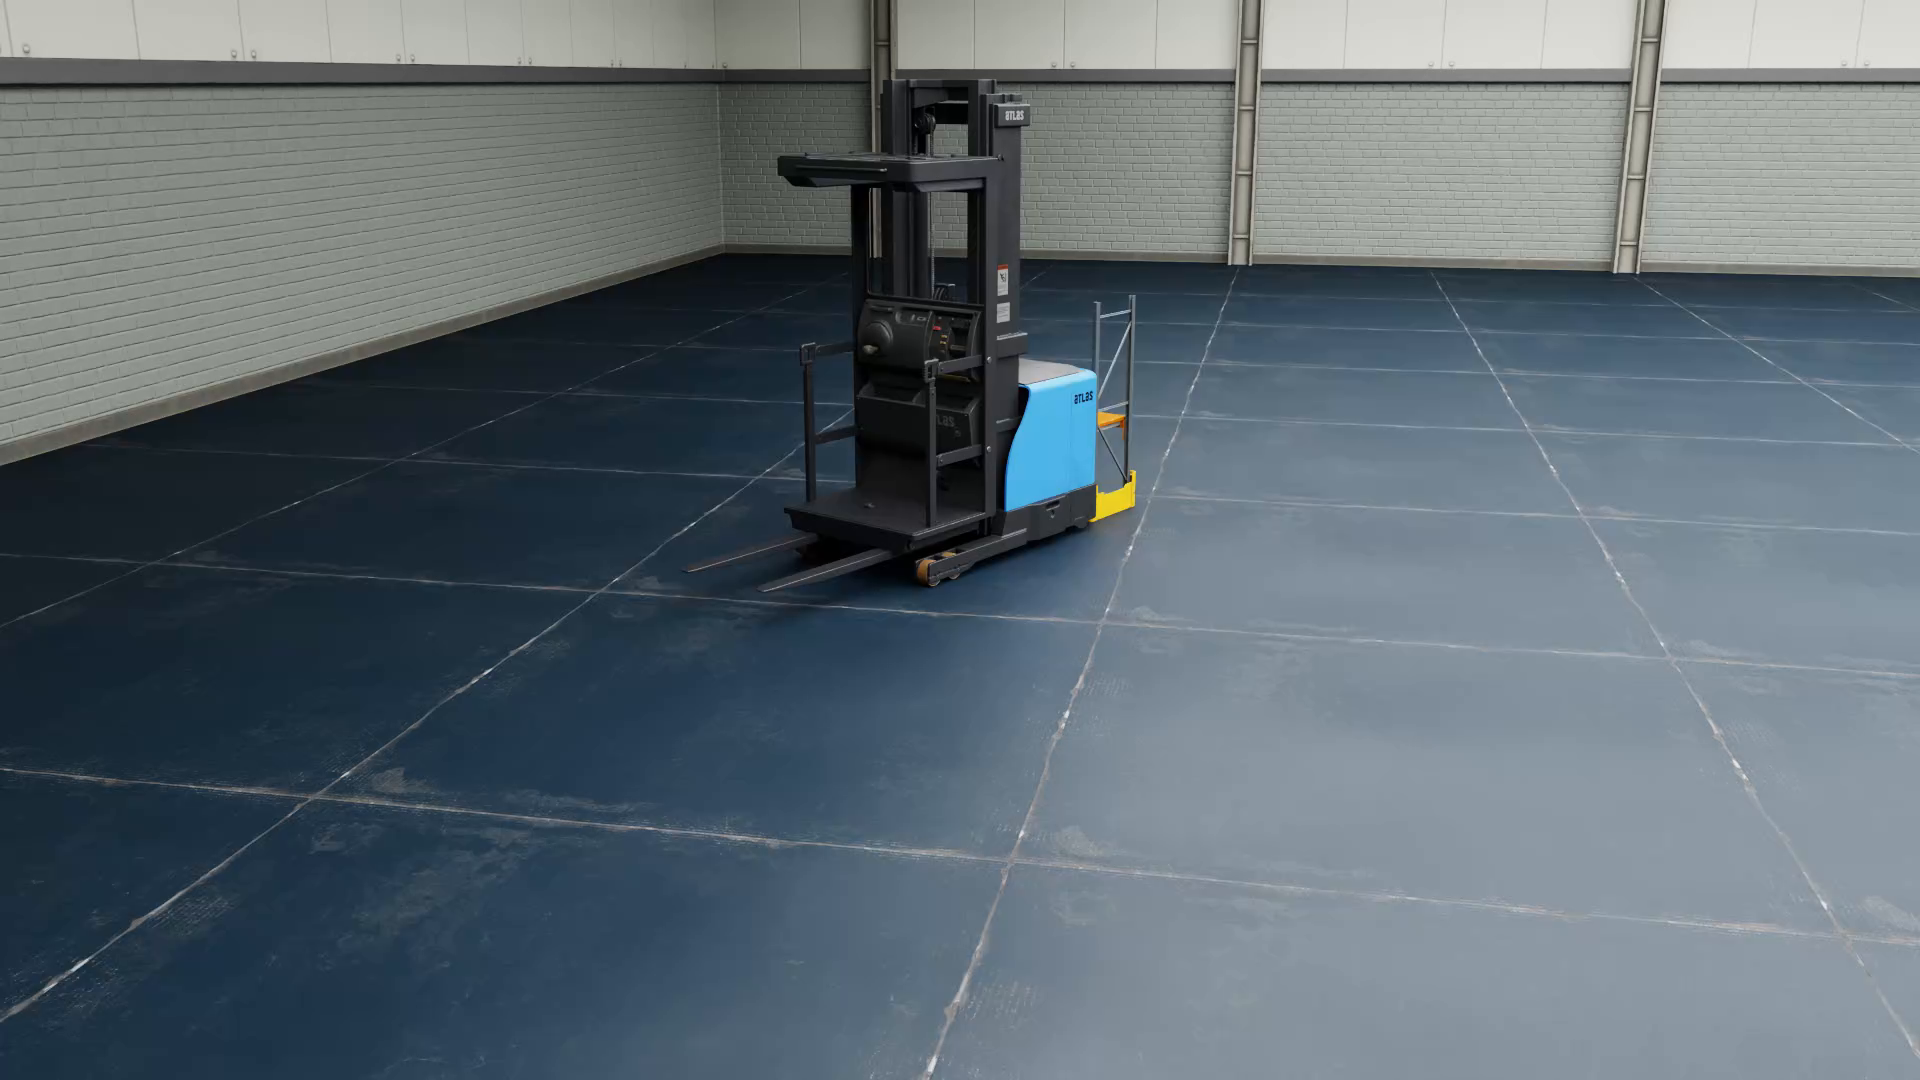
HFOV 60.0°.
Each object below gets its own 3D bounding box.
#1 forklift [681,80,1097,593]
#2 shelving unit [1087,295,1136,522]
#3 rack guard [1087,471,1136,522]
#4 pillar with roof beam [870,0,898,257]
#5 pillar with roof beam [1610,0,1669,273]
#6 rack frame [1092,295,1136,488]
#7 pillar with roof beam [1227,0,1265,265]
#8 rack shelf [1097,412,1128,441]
[{"bbox_3d":[-0.391,-1.283,10.134,1.130,2.935,3.031,12,20,37],"label":"forklift"},{"bbox_3d":[0.649,-0.993,11.766,1.083,1.500,0.587,11,19,35],"label":"shelving unit"},{"bbox_3d":[1.048,-0.311,11.646,0.087,0.250,0.587,11,19,35],"label":"rack guard"},{"bbox_3d":[-2.118,-8.081,23.308,0.400,9.000,9.100,3,16,11],"label":"pillar with roof beam"},{"bbox_3d":[9.641,-7.443,21.004,0.400,9.000,9.100,3,16,11],"label":"pillar with roof beam"},{"bbox_3d":[1.049,-0.913,11.479,0.032,1.500,0.500,11,19,35],"label":"rack frame"},{"bbox_3d":[3.761,-7.762,22.156,0.400,9.000,9.100,3,16,11],"label":"pillar with roof beam"},{"bbox_3d":[0.641,-0.821,11.819,1.000,0.185,0.538,11,19,35],"label":"rack shelf"}]
